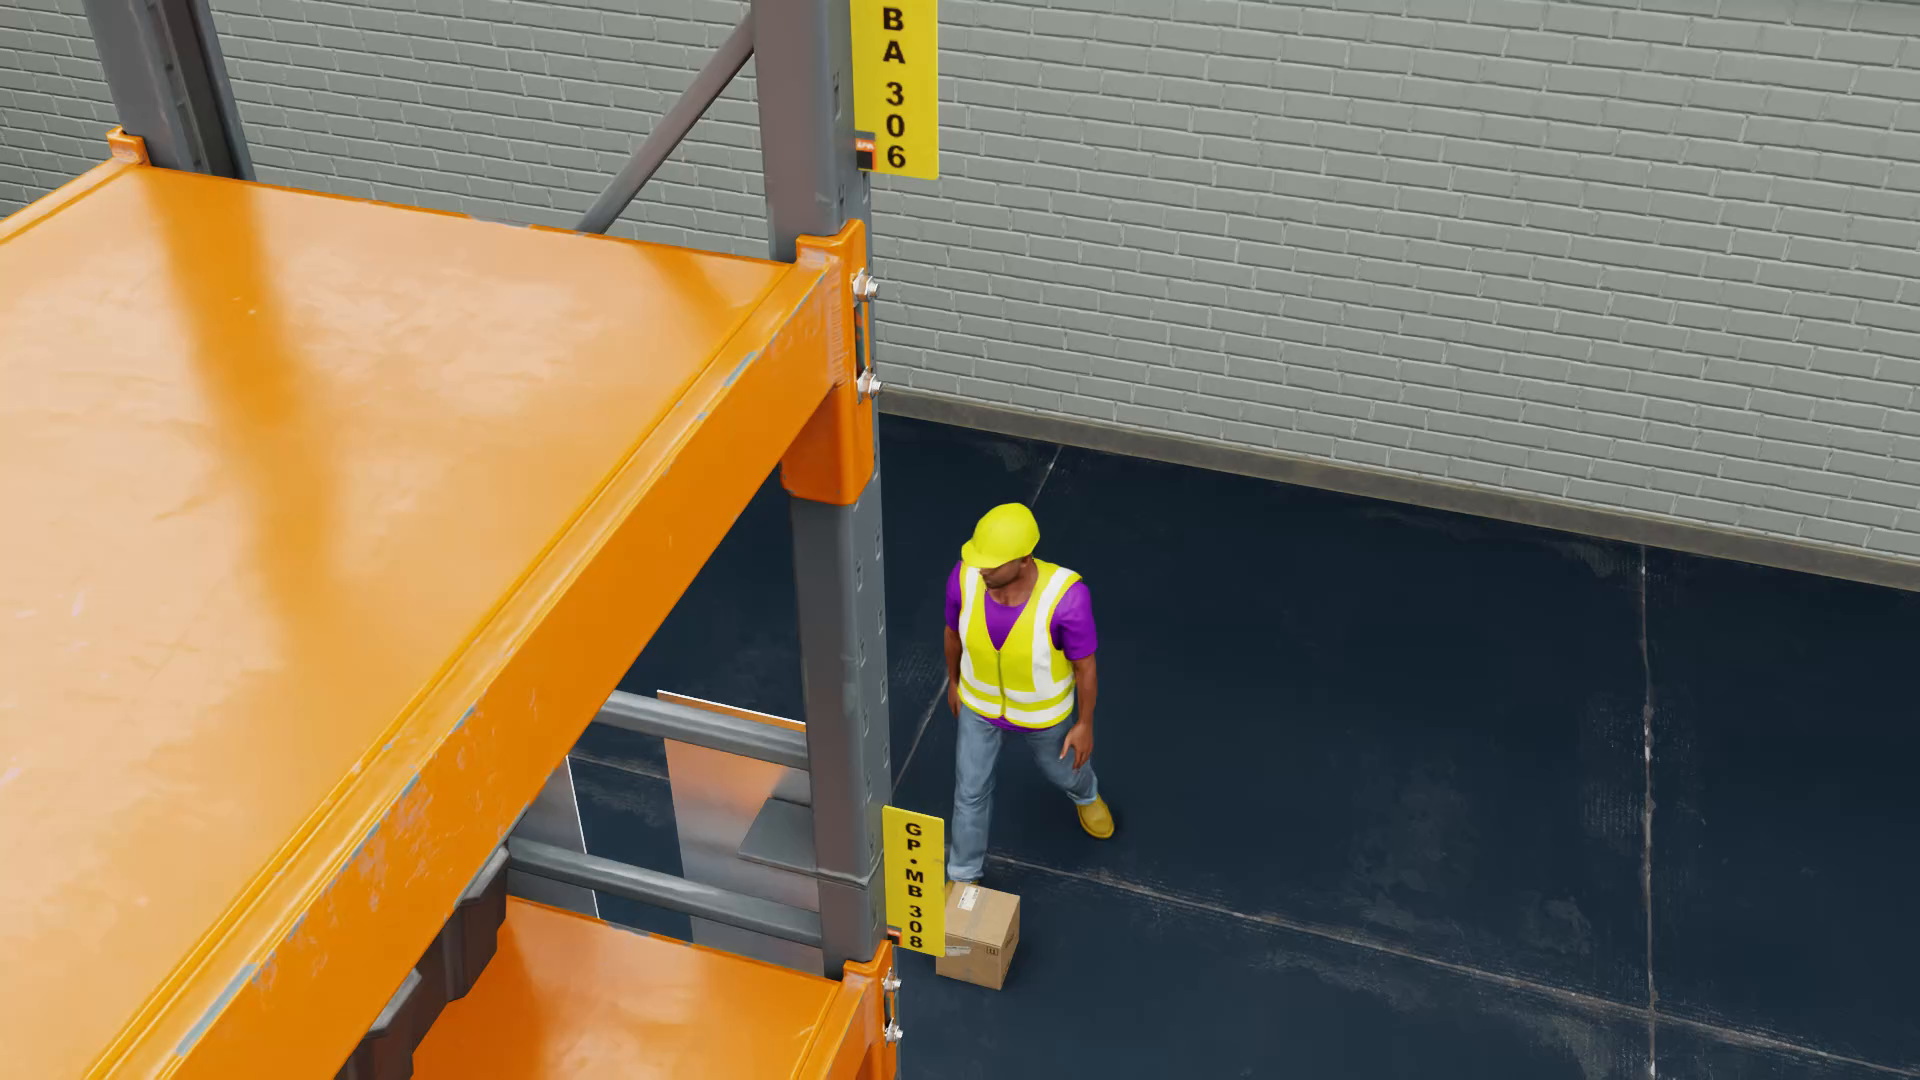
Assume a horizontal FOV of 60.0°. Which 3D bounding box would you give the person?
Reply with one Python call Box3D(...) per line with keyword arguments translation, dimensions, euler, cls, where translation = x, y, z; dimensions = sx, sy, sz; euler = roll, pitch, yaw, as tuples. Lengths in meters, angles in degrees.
Box3D(translation=(0.231, 0.587, 6.088), dimensions=(0.645, 1.755, 0.871), euler=(12, 38, 15), cls="person")
